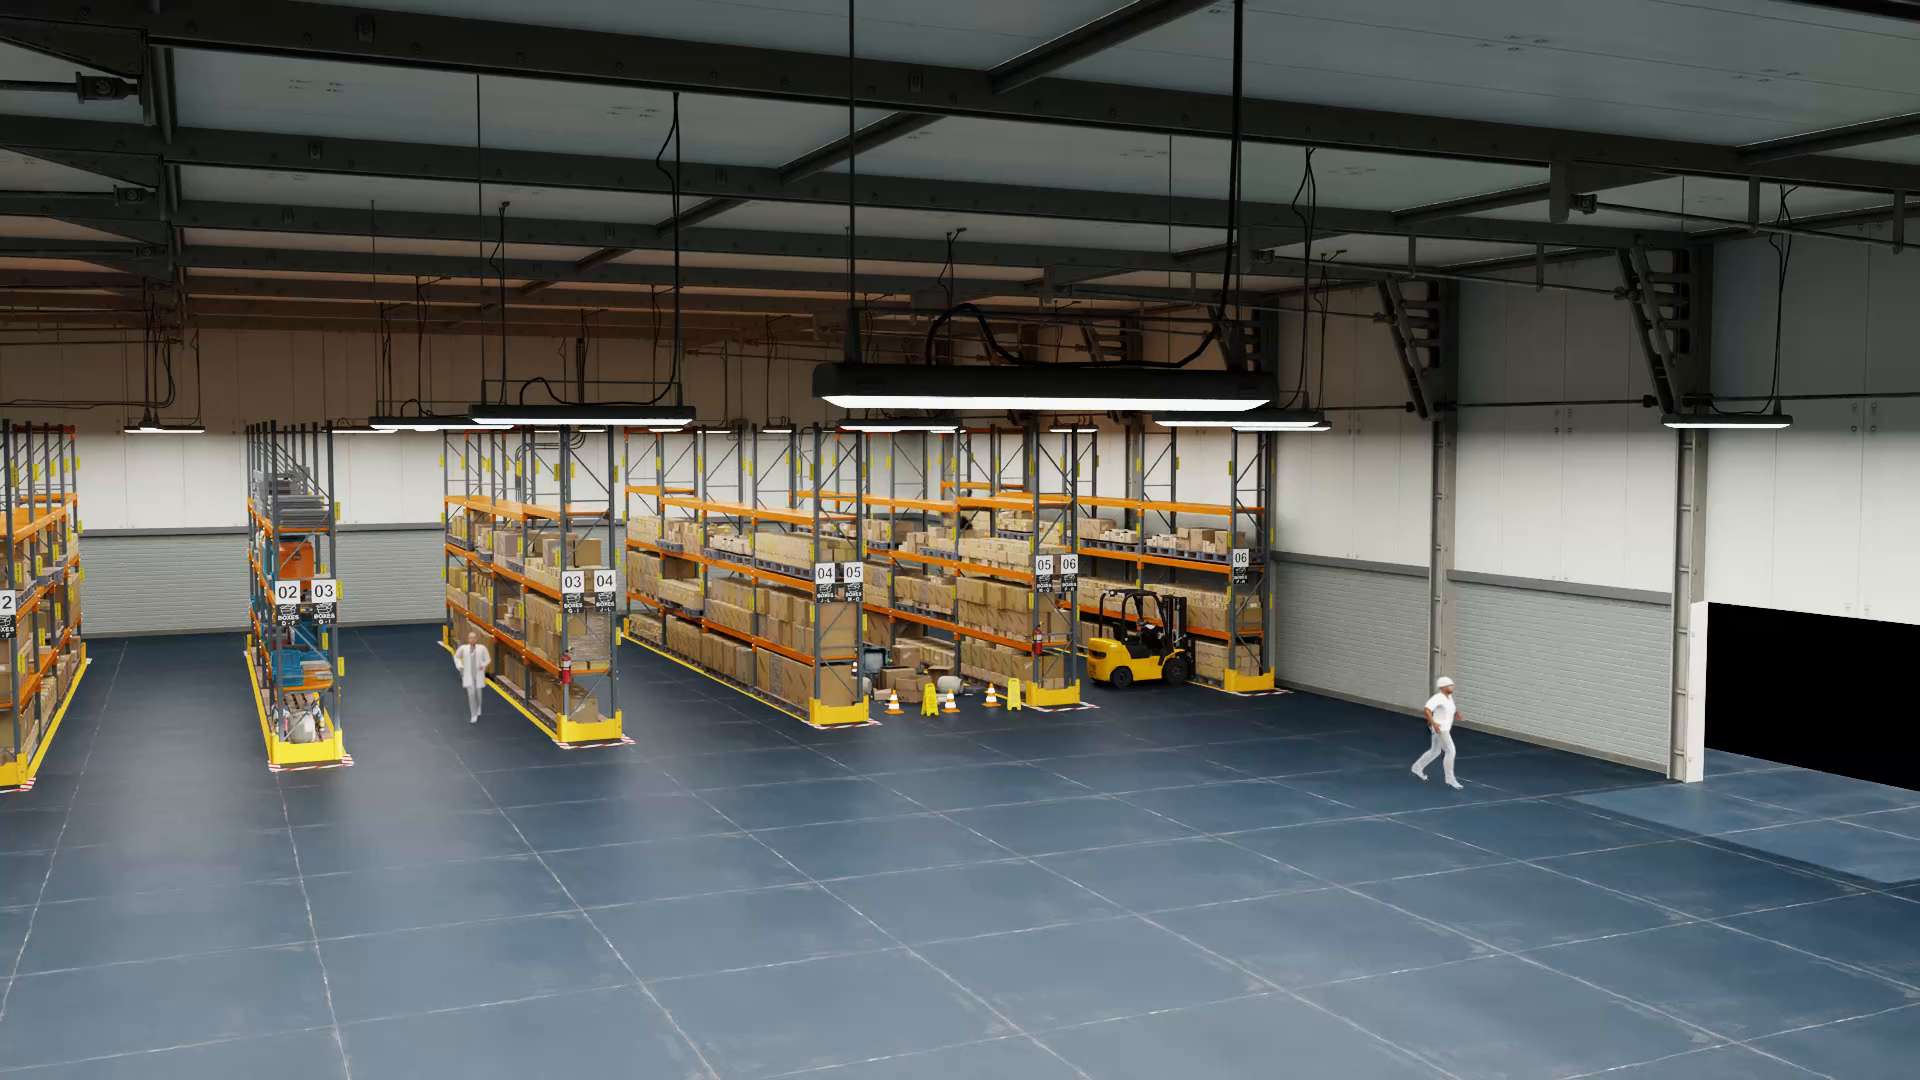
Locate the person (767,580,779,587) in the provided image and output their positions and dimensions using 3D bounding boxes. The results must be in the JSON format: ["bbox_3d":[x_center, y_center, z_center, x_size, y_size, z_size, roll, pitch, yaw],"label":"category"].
[{"bbox_3d":[-5.704,1.681,50.922,0.733,1.748,0.739,-1,4,-16],"label":"person"}]

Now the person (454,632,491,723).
[{"bbox_3d":[-9.826,2.745,33.534,0.716,1.773,0.858,-1,4,-20],"label":"person"}]

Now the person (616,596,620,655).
[{"bbox_3d":[-9.206,2.075,43.688,0.639,1.819,0.828,-2,4,-23],"label":"person"}]

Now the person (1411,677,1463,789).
[{"bbox_3d":[7.837,3.127,27.240,0.854,1.801,0.691,1,4,23],"label":"person"}]
